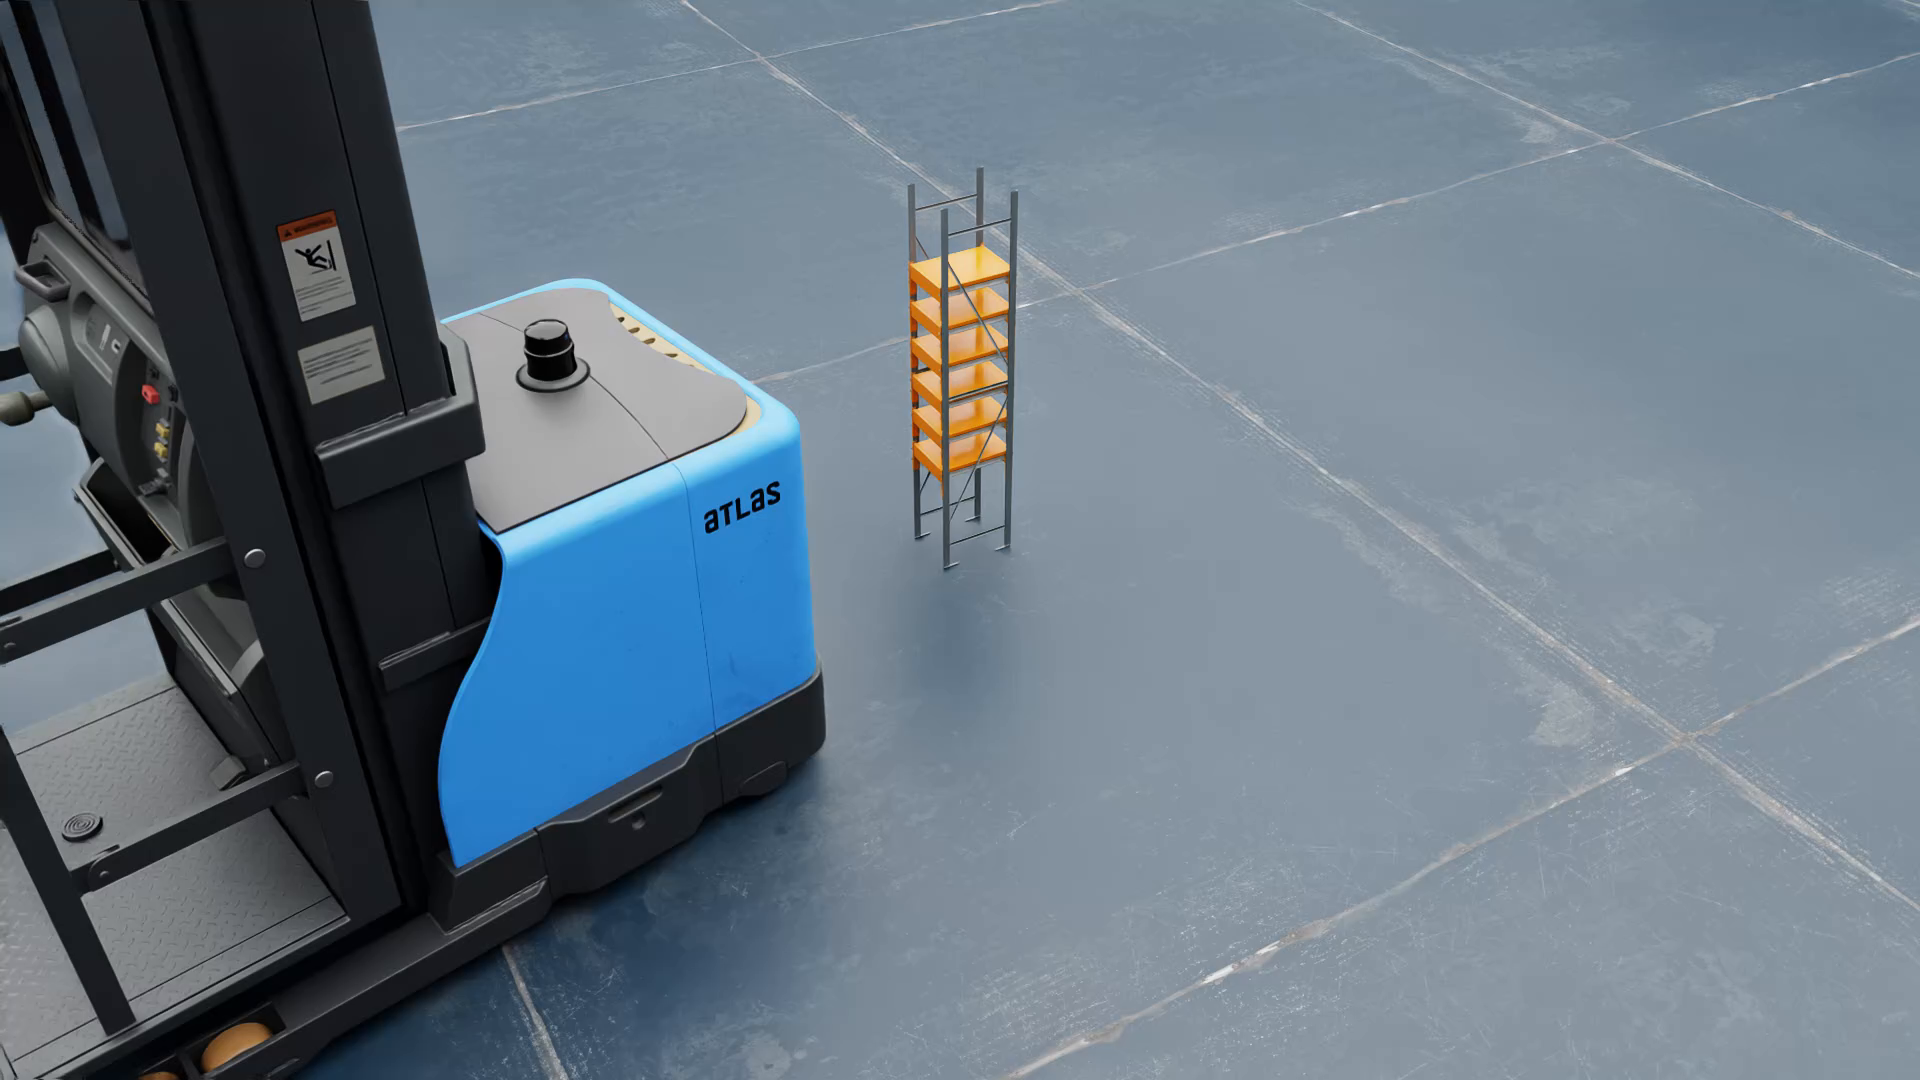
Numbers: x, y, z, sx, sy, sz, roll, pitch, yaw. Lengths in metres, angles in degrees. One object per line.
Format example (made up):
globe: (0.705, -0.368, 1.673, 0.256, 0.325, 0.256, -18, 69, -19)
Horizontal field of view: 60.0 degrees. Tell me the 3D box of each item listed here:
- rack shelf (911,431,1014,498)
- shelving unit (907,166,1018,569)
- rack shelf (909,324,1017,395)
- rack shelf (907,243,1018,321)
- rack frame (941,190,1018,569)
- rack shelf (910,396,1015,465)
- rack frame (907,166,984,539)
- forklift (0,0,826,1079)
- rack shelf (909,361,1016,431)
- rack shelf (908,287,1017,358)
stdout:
rack shelf: (0.007, -0.247, 5.054, 0.258, 0.103, 0.180, -19, 40, -24)
shelving unit: (0.007, -0.477, 4.886, 0.258, 1.200, 0.189, -19, 40, -24)
rack shelf: (0.007, -0.538, 4.841, 0.258, 0.103, 0.180, -19, 40, -24)
rack shelf: (0.007, -0.732, 4.700, 0.258, 0.103, 0.180, -19, 40, -24)
rack frame: (0.053, -0.430, 4.822, 0.240, 1.200, 0.006, -19, 40, -24)
rack shelf: (0.007, -0.344, 4.983, 0.258, 0.103, 0.180, -19, 40, -24)
rack frame: (-0.039, -0.524, 4.950, 0.240, 1.200, 0.006, -19, 40, -24)
forklift: (-1.801, -0.250, 3.108, 3.031, 2.935, 1.130, -27, 44, -32)
rack shelf: (0.007, -0.441, 4.912, 0.258, 0.103, 0.180, -19, 40, -24)
rack shelf: (0.007, -0.635, 4.771, 0.258, 0.103, 0.180, -19, 40, -24)
